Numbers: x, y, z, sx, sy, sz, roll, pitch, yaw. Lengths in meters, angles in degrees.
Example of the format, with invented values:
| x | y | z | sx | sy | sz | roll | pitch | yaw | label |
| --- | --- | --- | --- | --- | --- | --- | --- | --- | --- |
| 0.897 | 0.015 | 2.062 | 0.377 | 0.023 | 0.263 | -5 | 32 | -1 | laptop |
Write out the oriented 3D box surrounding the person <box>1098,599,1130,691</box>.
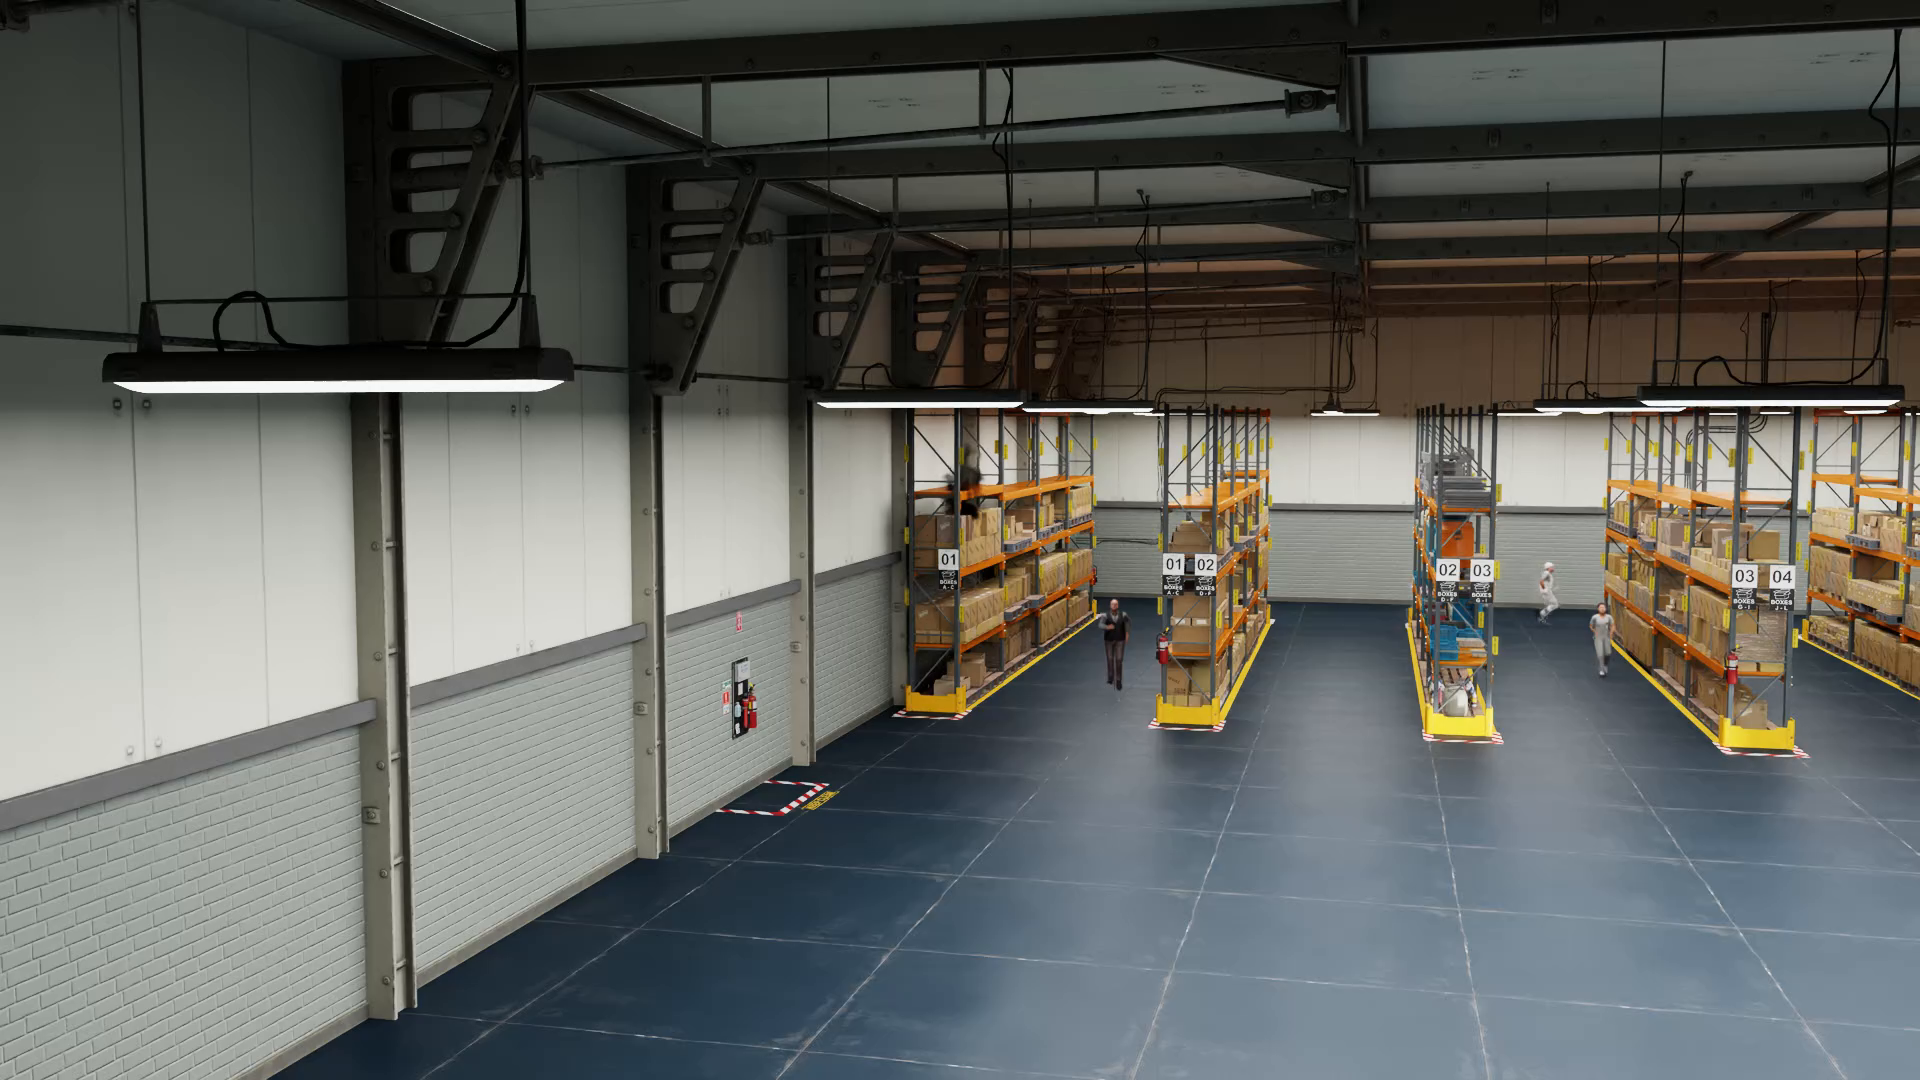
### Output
| x | y | z | sx | sy | sz | roll | pitch | yaw | label |
| --- | --- | --- | --- | --- | --- | --- | --- | --- | --- |
| 3.135 | 2.115 | 33.851 | 0.645 | 1.823 | 0.770 | 0 | 4 | 5 | person |

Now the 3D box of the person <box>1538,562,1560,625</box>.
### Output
| x | y | z | sx | sy | sz | roll | pitch | yaw | label |
| --- | --- | --- | --- | --- | --- | --- | --- | --- | --- |
| 16.375 | 1.485 | 46.221 | 0.574 | 1.736 | 0.662 | 1 | 4 | 13 | person |

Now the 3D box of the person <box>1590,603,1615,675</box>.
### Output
| x | y | z | sx | sy | sz | roll | pitch | yaw | label |
| --- | --- | --- | --- | --- | --- | --- | --- | --- | --- |
| 14.287 | 2.210 | 36.976 | 0.539 | 1.626 | 0.541 | 1 | 4 | 15 | person |
